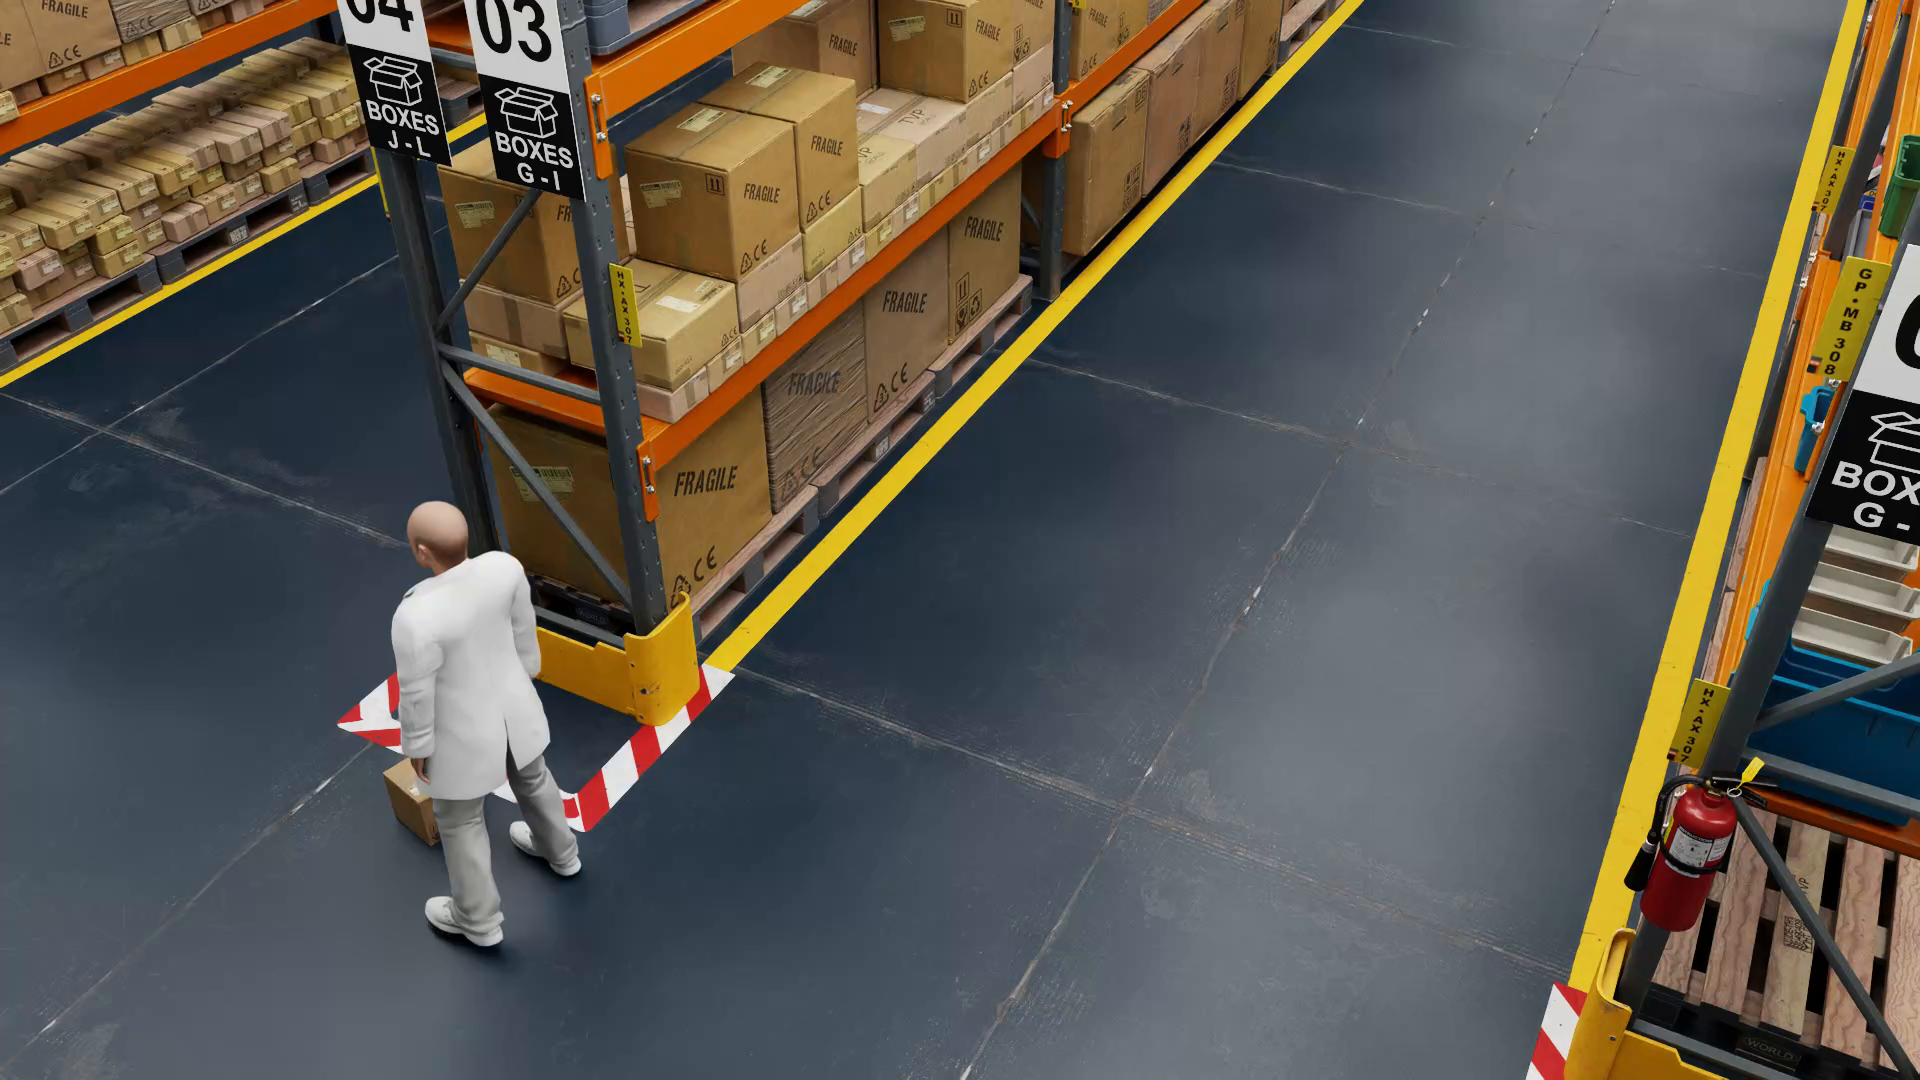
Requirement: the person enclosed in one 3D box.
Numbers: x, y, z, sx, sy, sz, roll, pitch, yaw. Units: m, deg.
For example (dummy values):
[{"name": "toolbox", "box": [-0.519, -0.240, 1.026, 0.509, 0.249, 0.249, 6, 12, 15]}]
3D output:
[{"name": "person", "box": [-1.728, 0.626, 5.920, 0.416, 1.779, 0.667, 24, 44, 28]}]
